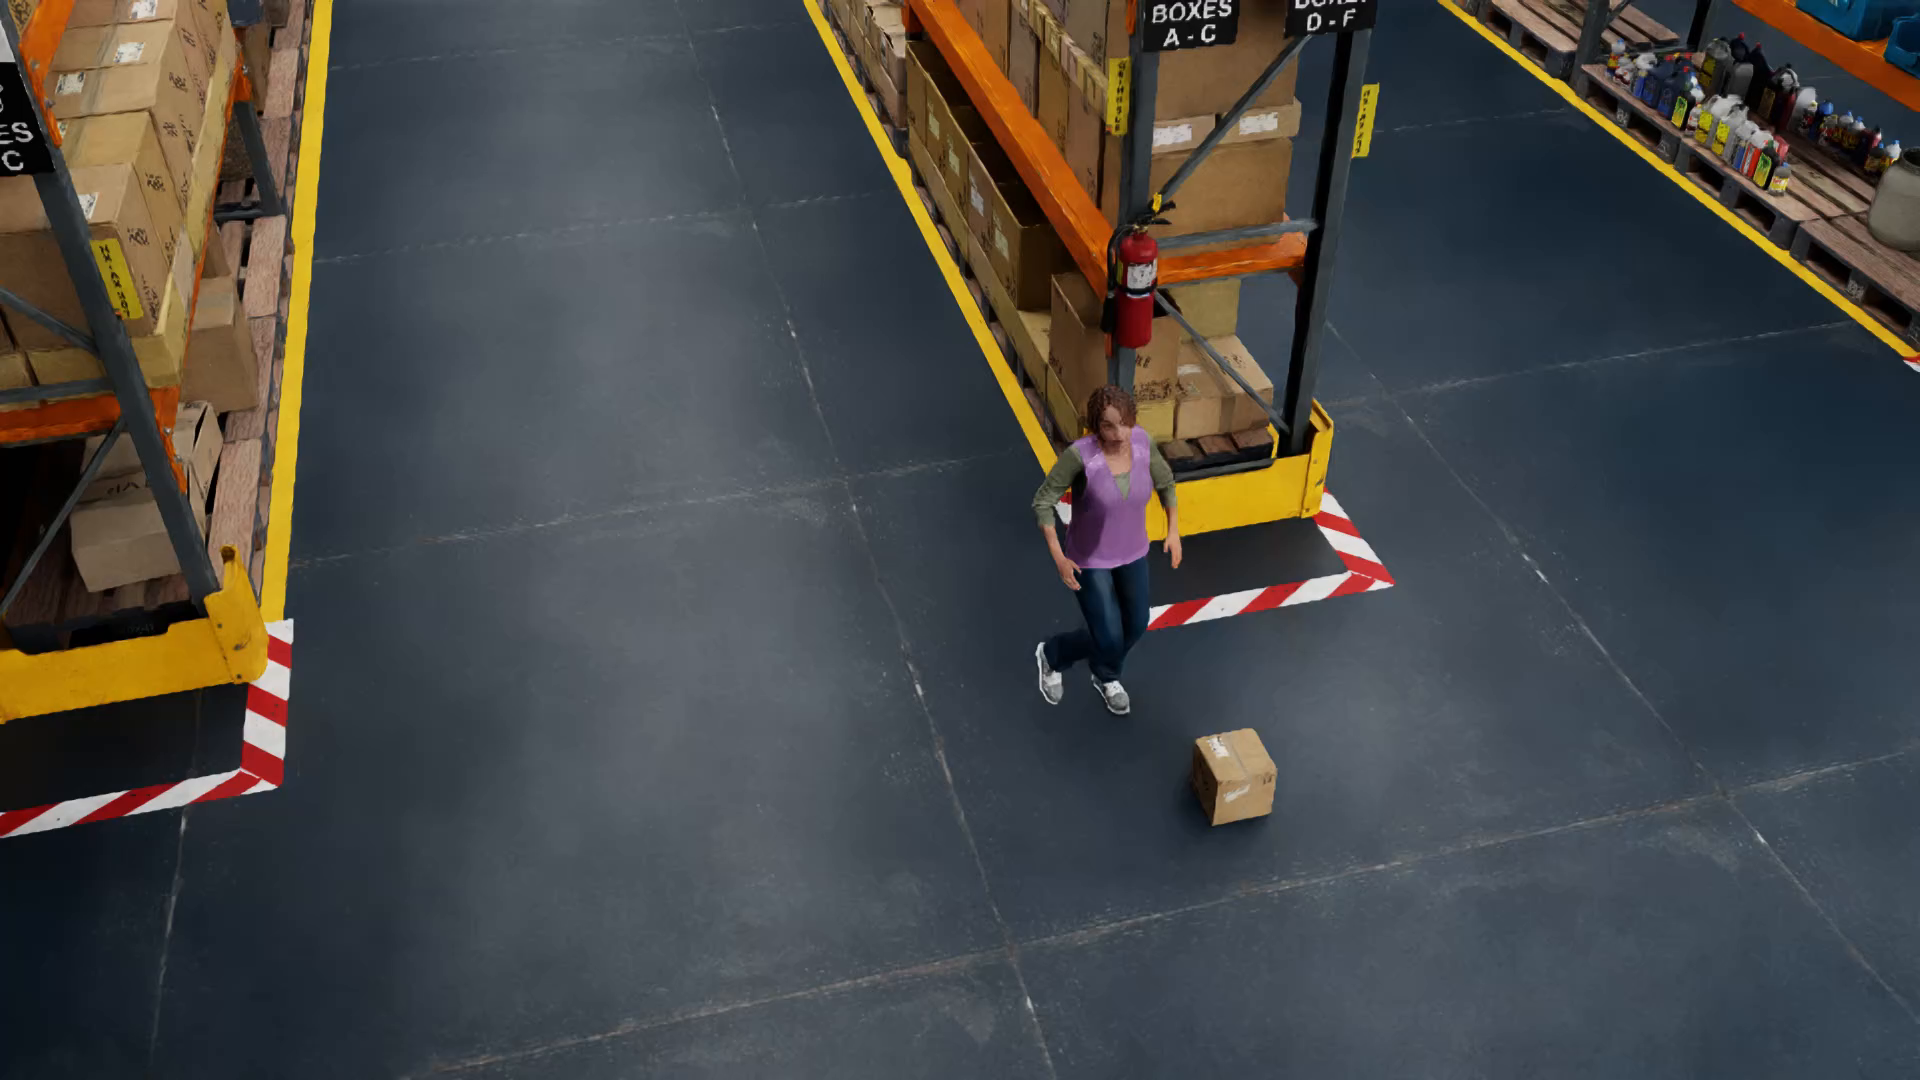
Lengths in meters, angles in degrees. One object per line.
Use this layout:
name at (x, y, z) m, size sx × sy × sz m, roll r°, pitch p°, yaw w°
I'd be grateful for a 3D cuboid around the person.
person at (0.625, 0.075, 6.663) m, size 0.585 × 1.553 × 0.439 m, roll -21°, pitch 43°, yaw -24°
